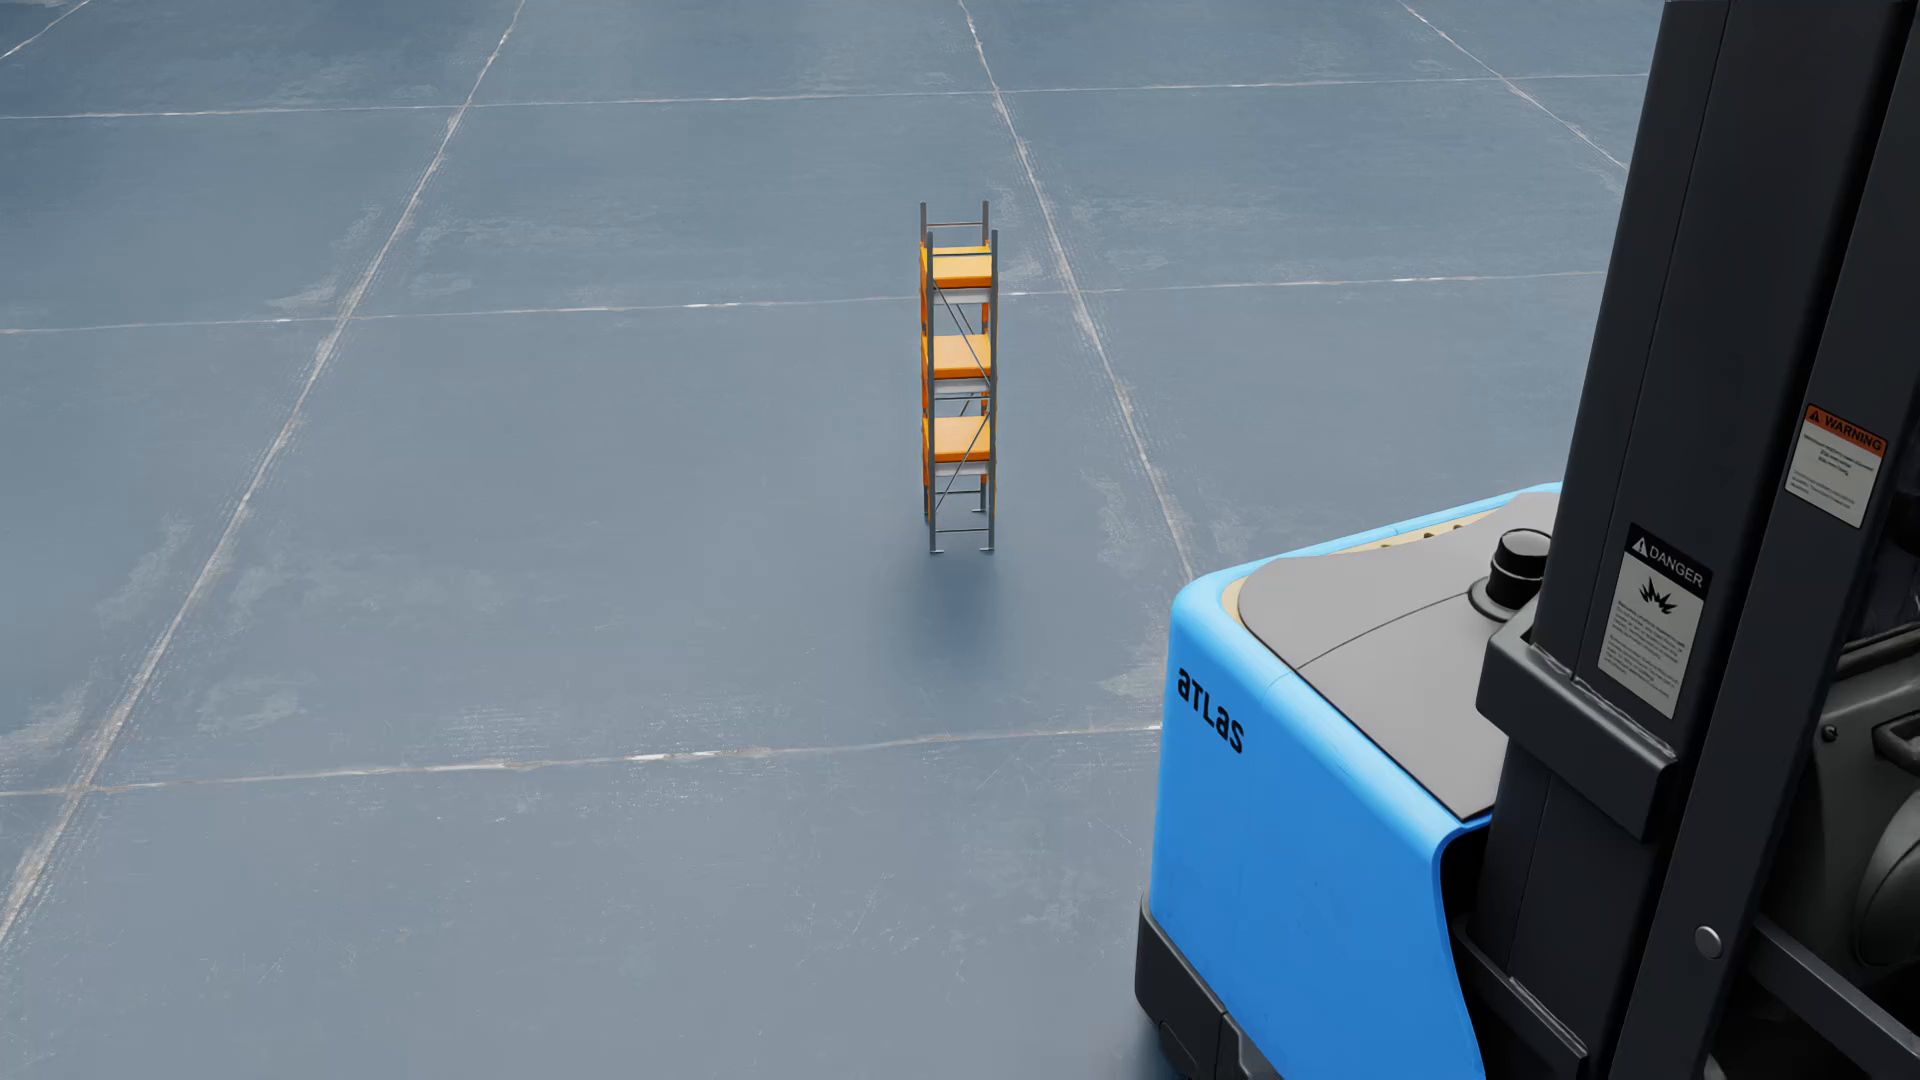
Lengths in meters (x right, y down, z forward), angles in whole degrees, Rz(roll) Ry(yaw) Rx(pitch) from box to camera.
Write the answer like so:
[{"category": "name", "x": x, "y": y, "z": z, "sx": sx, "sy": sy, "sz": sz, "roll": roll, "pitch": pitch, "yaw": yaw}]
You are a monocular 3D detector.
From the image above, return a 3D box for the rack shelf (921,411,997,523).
[{"category": "rack shelf", "x": -0.005, "y": -0.230, "z": 5.174, "sx": 0.215, "sy": 0.259, "sz": 0.240, "roll": -3, "pitch": 31, "yaw": -5}]

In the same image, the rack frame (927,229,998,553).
[{"category": "rack frame", "x": 0.006, "y": -0.416, "z": 4.922, "sx": 0.200, "sy": 1.050, "sz": 0.008, "roll": -3, "pitch": 31, "yaw": -5}]

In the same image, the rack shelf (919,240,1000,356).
[{"category": "rack shelf", "x": -0.005, "y": -0.713, "z": 4.886, "sx": 0.215, "sy": 0.259, "sz": 0.240, "roll": -3, "pitch": 31, "yaw": -5}]

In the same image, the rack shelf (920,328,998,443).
[{"category": "rack shelf", "x": -0.005, "y": -0.469, "z": 5.032, "sx": 0.215, "sy": 0.259, "sz": 0.240, "roll": -3, "pitch": 31, "yaw": -5}]

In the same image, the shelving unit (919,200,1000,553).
[{"category": "shelving unit", "x": -0.005, "y": -0.478, "z": 5.027, "sx": 0.215, "sy": 1.050, "sz": 0.252, "roll": -3, "pitch": 31, "yaw": -5}]

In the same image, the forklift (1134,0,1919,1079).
[{"category": "forklift", "x": 1.457, "y": 0.316, "z": 1.864, "sx": 1.130, "sy": 2.935, "sz": 3.031, "roll": -14, "pitch": 33, "yaw": -22}]

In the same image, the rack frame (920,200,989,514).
[{"category": "rack frame", "x": -0.016, "y": -0.540, "z": 5.131, "sx": 0.200, "sy": 1.050, "sz": 0.008, "roll": -3, "pitch": 31, "yaw": -5}]
